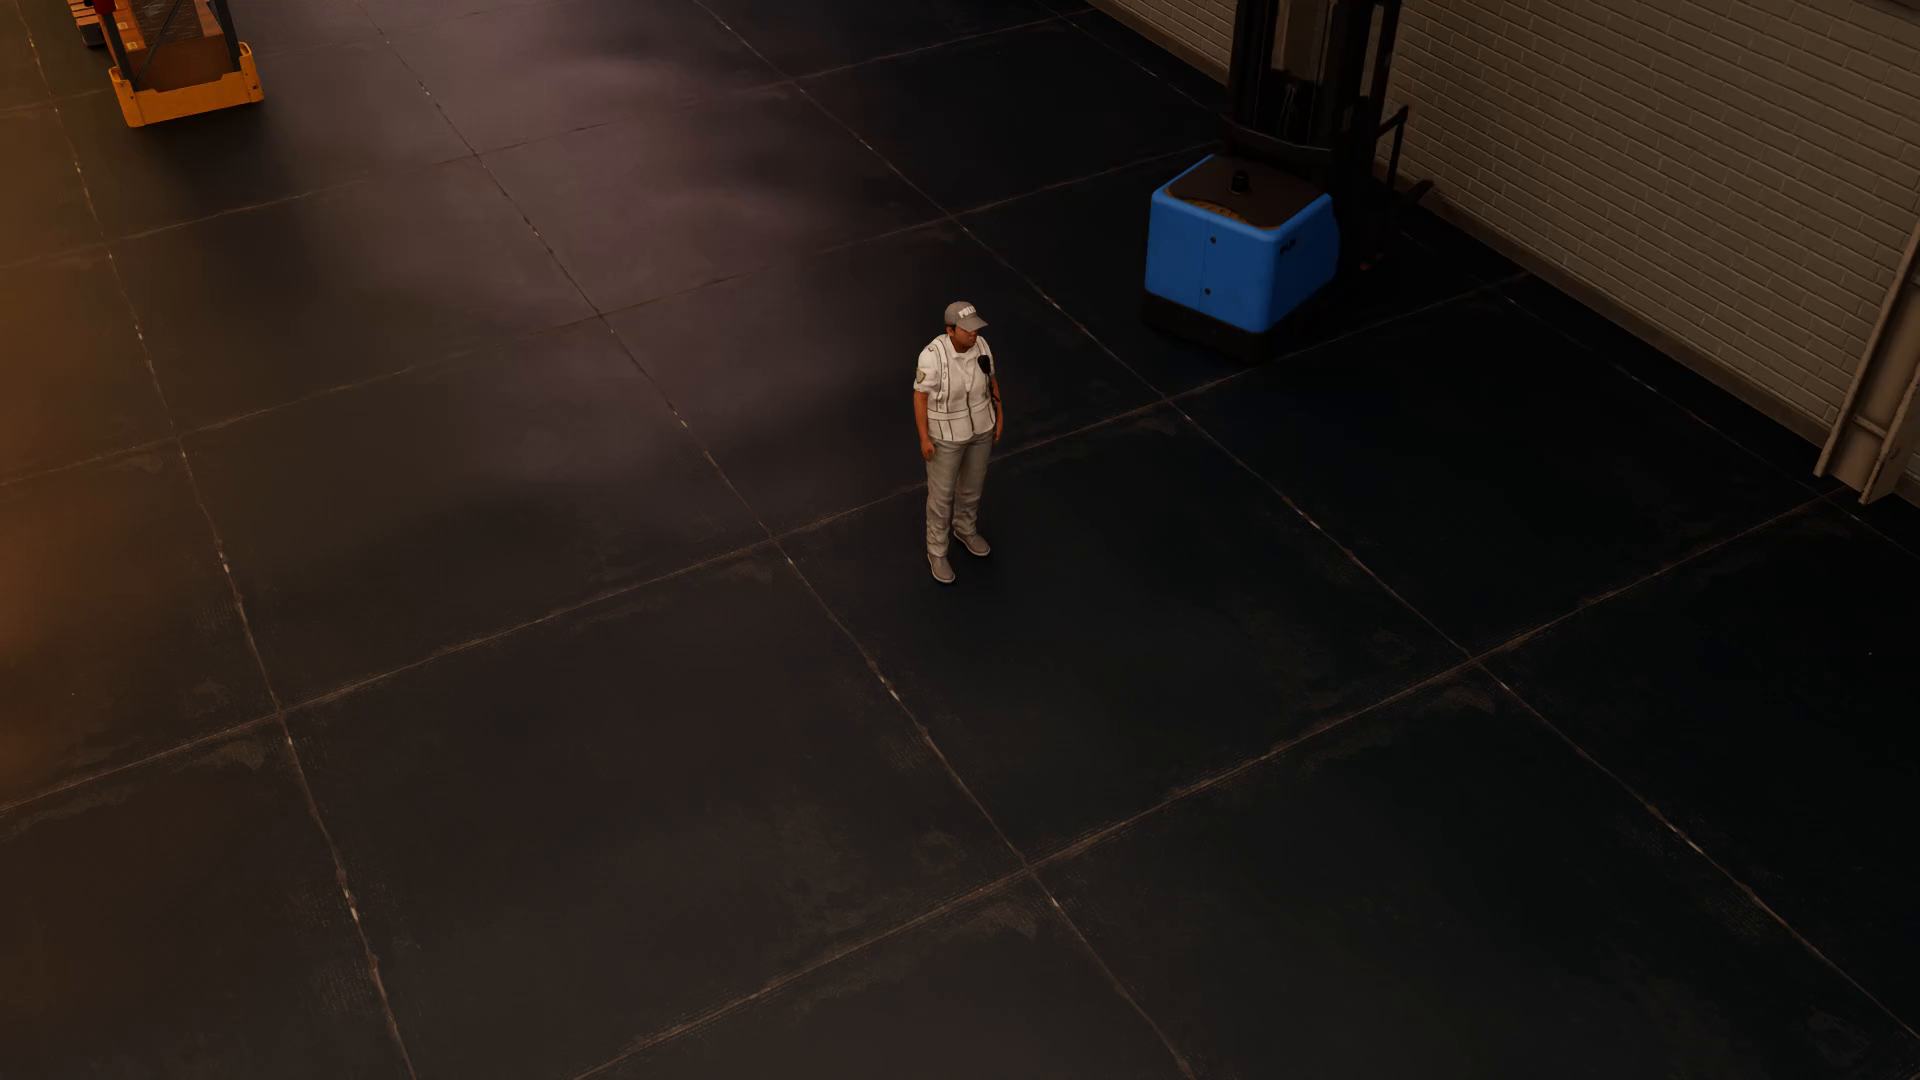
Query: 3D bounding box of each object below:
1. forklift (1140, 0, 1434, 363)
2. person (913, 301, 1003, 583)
[{"bbox_3d":[2.640,-3.256,11.961,1.130,2.935,3.031,27,47,29],"label":"forklift"},{"bbox_3d":[0.019,-0.598,9.736,0.599,1.670,0.529,-20,44,-23],"label":"person"}]
